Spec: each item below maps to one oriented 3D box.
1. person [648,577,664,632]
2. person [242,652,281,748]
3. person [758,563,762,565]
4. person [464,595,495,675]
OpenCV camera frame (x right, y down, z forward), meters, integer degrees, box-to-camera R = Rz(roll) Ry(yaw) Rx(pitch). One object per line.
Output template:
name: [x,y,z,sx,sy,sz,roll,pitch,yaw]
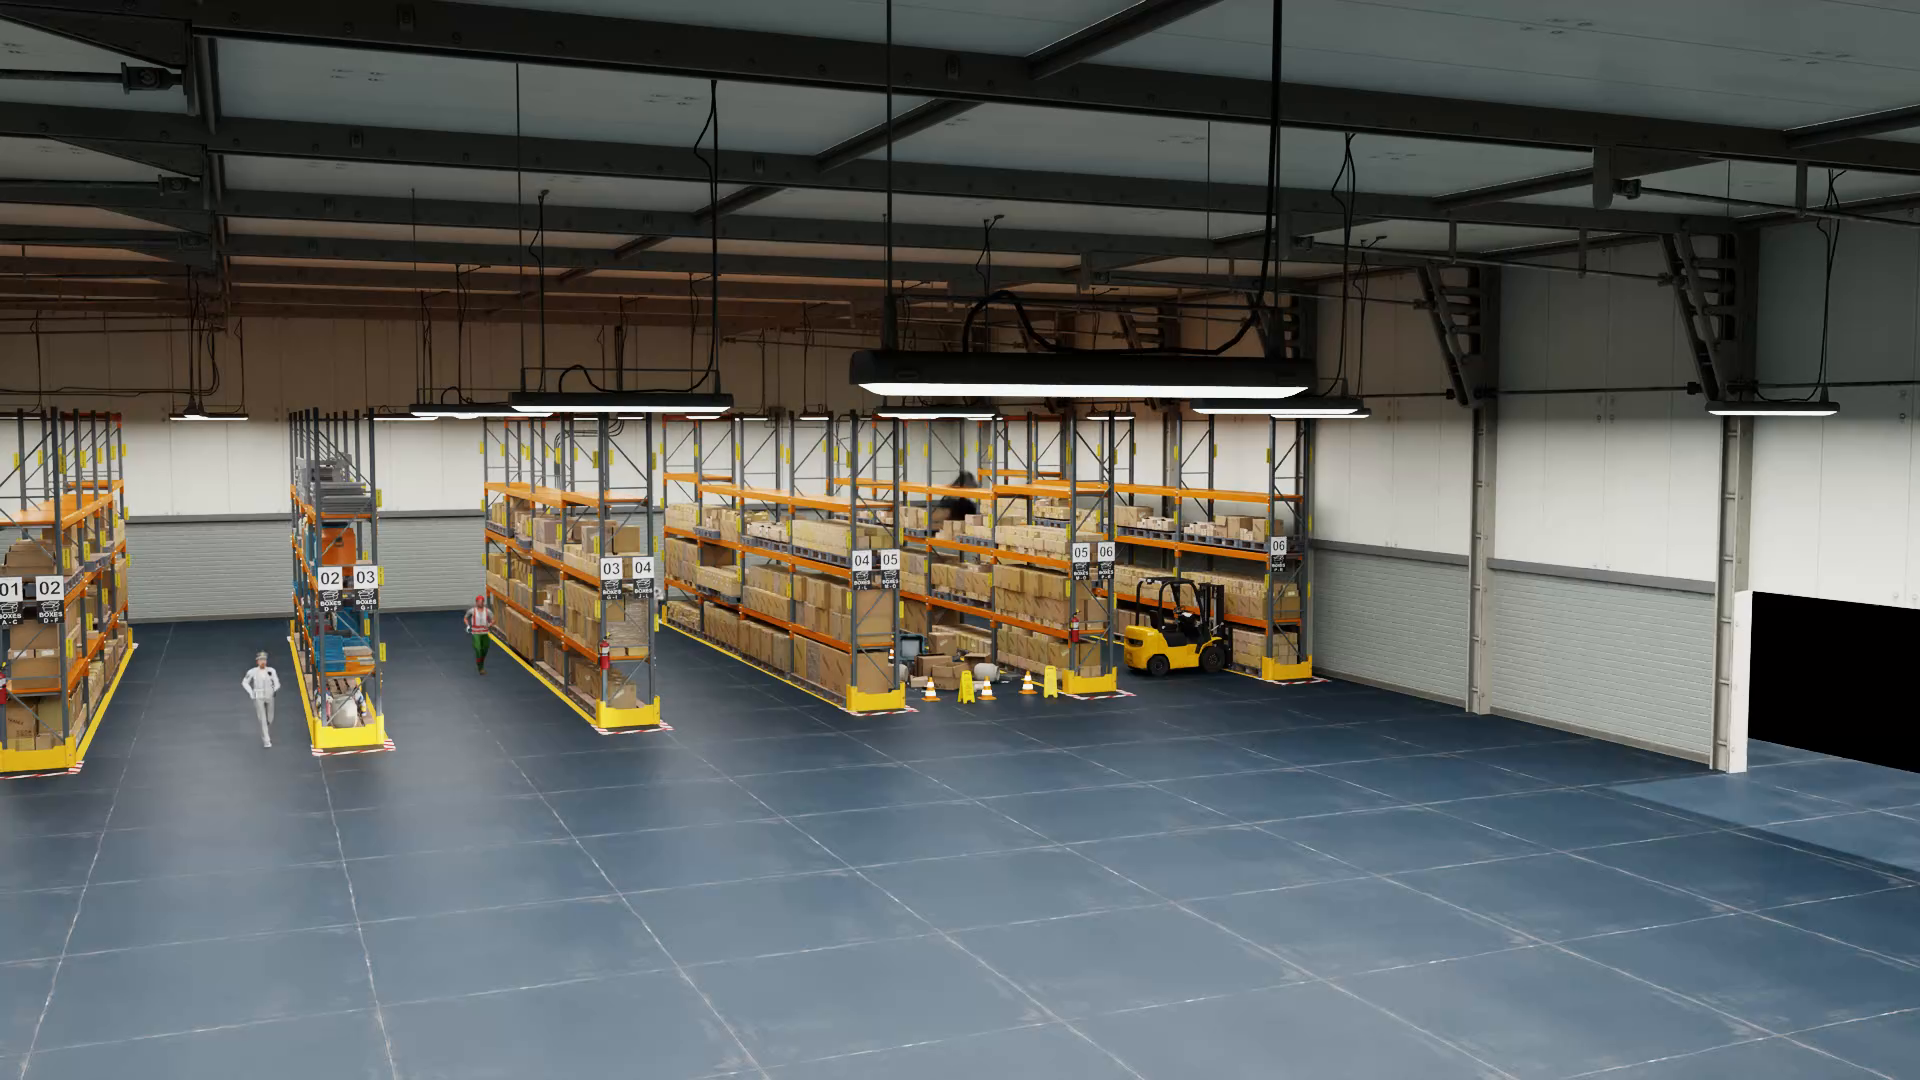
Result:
person: [-8.078,1.821,43.643,0.583,1.753,0.749,-2,4,-25]
person: [-12.372,2.807,29.495,0.620,1.662,0.793,-3,5,-32]
person: [-5.648,1.552,46.864,0.634,1.830,0.713,-2,4,-22]
person: [-10.969,2.151,38.055,0.673,1.777,0.872,-2,5,-29]
